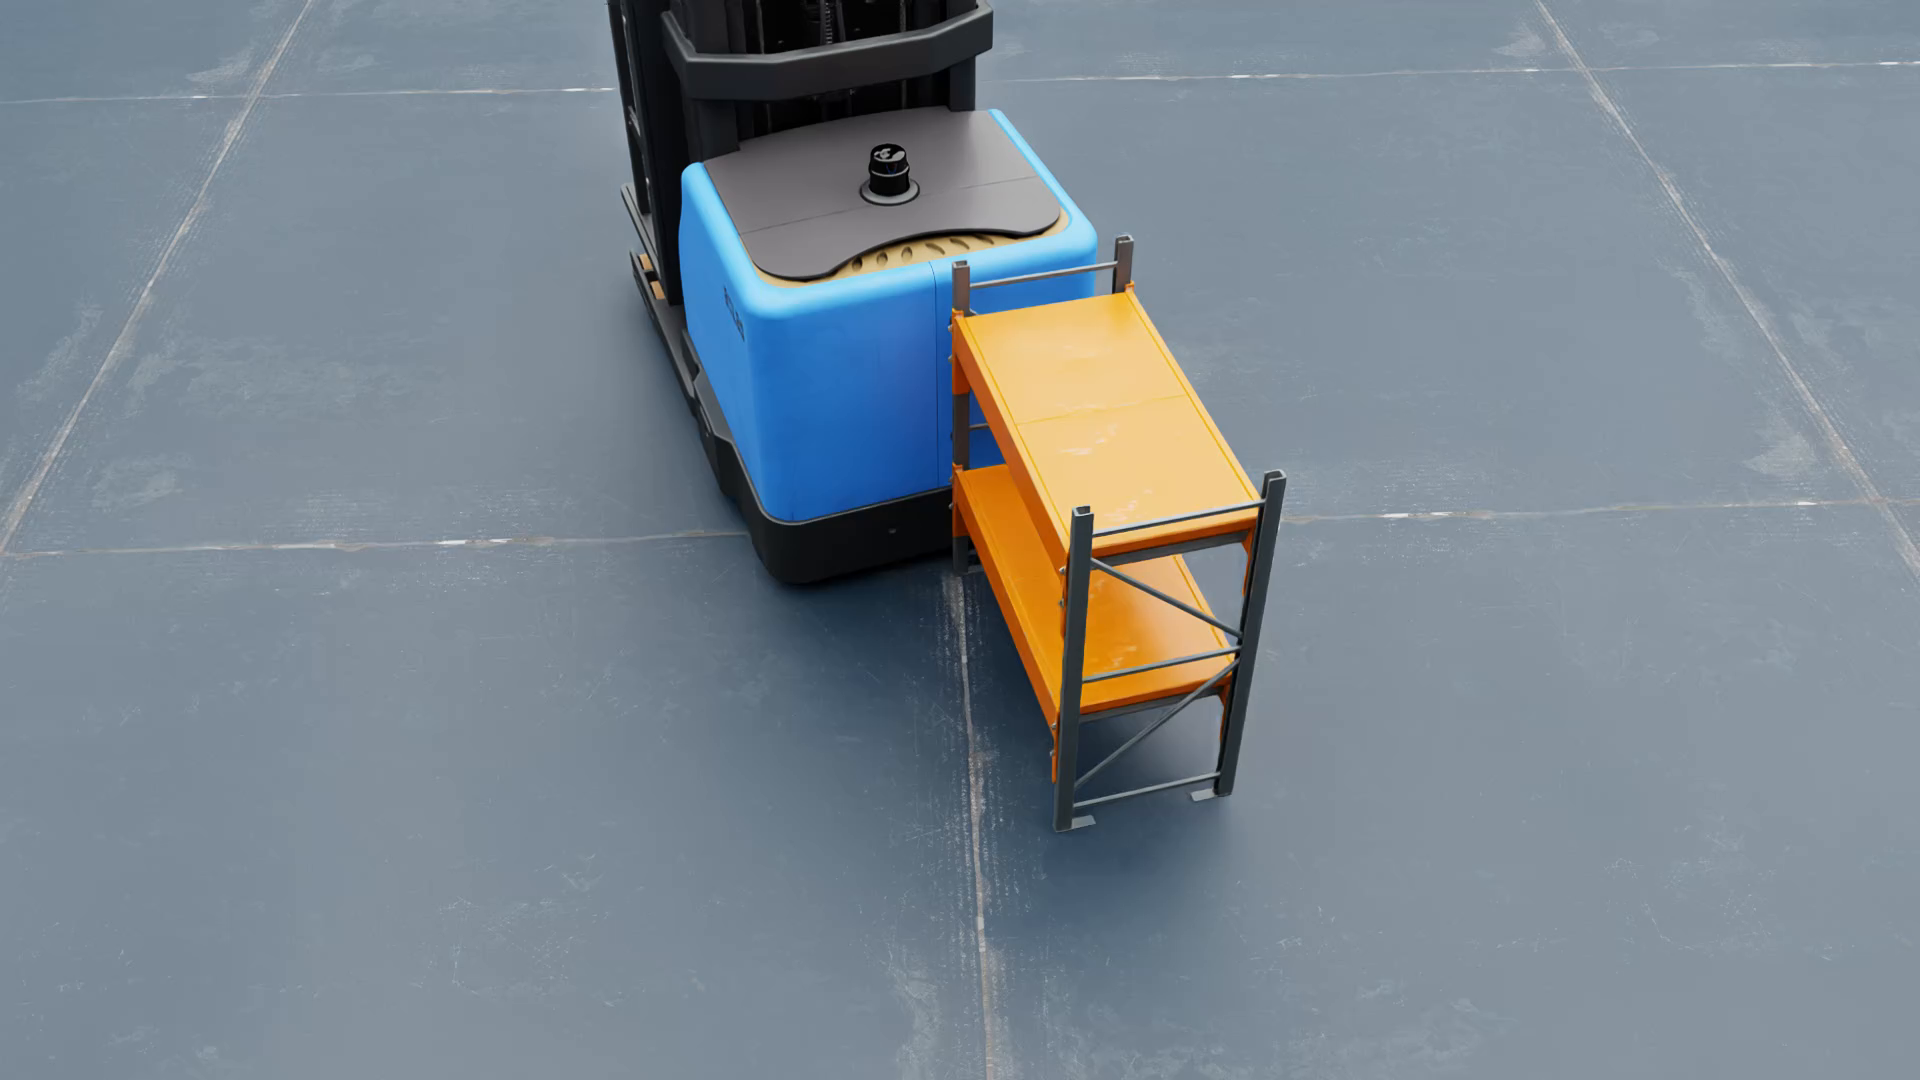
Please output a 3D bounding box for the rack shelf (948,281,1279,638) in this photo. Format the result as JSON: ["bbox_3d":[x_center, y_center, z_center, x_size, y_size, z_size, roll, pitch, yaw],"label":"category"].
[{"bbox_3d":[0.357,-0.239,4.245,0.538,0.278,1.000,-10,44,-11],"label":"rack shelf"}]

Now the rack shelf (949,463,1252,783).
[{"bbox_3d":[0.357,0.157,4.608,0.538,0.278,1.000,-10,44,-11],"label":"rack shelf"}]

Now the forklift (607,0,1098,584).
[{"bbox_3d":[-0.587,-1.957,5.216,1.130,2.935,3.031,-14,44,-15],"label":"forklift"}]

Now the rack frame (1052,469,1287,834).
[{"bbox_3d":[0.491,0.308,4.081,0.500,1.125,0.032,-10,44,-11],"label":"rack frame"}]

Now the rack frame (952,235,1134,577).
[{"bbox_3d":[0.222,-0.354,4.804,0.500,1.125,0.032,-10,44,-11],"label":"rack frame"}]

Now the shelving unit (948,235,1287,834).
[{"bbox_3d":[0.357,-0.023,4.442,0.538,1.125,1.048,-10,44,-11],"label":"shelving unit"}]
